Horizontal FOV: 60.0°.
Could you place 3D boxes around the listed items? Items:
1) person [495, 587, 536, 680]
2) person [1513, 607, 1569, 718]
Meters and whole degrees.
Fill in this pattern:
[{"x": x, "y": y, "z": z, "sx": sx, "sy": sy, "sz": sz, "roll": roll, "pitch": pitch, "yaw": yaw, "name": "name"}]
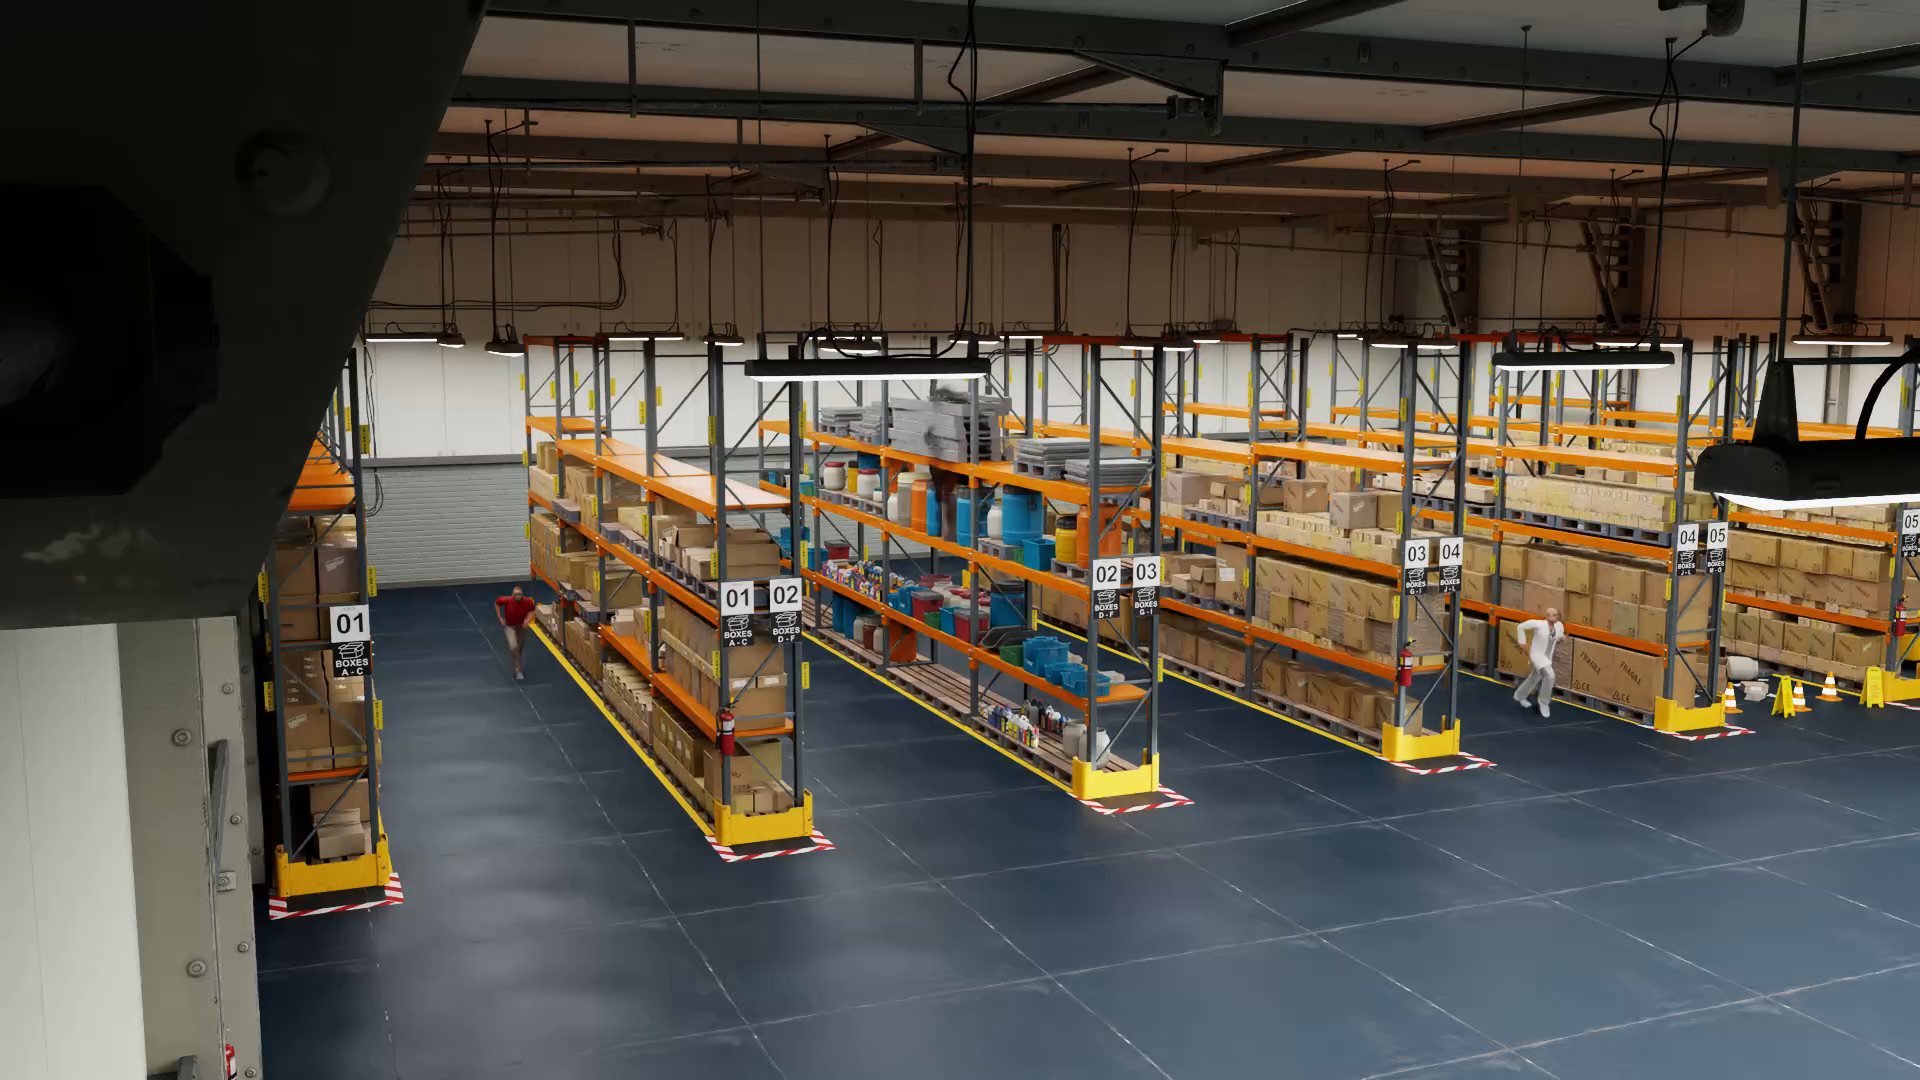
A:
[{"x": -7.923, "y": 1.612, "z": 29.636, "sx": 0.692, "sy": 1.696, "sz": 1.021, "roll": -3, "pitch": 8, "yaw": -19, "name": "person"}, {"x": 9.307, "y": 1.928, "z": 26.723, "sx": 0.694, "sy": 1.776, "sz": 1.017, "roll": -4, "pitch": 9, "yaw": -29, "name": "person"}]
